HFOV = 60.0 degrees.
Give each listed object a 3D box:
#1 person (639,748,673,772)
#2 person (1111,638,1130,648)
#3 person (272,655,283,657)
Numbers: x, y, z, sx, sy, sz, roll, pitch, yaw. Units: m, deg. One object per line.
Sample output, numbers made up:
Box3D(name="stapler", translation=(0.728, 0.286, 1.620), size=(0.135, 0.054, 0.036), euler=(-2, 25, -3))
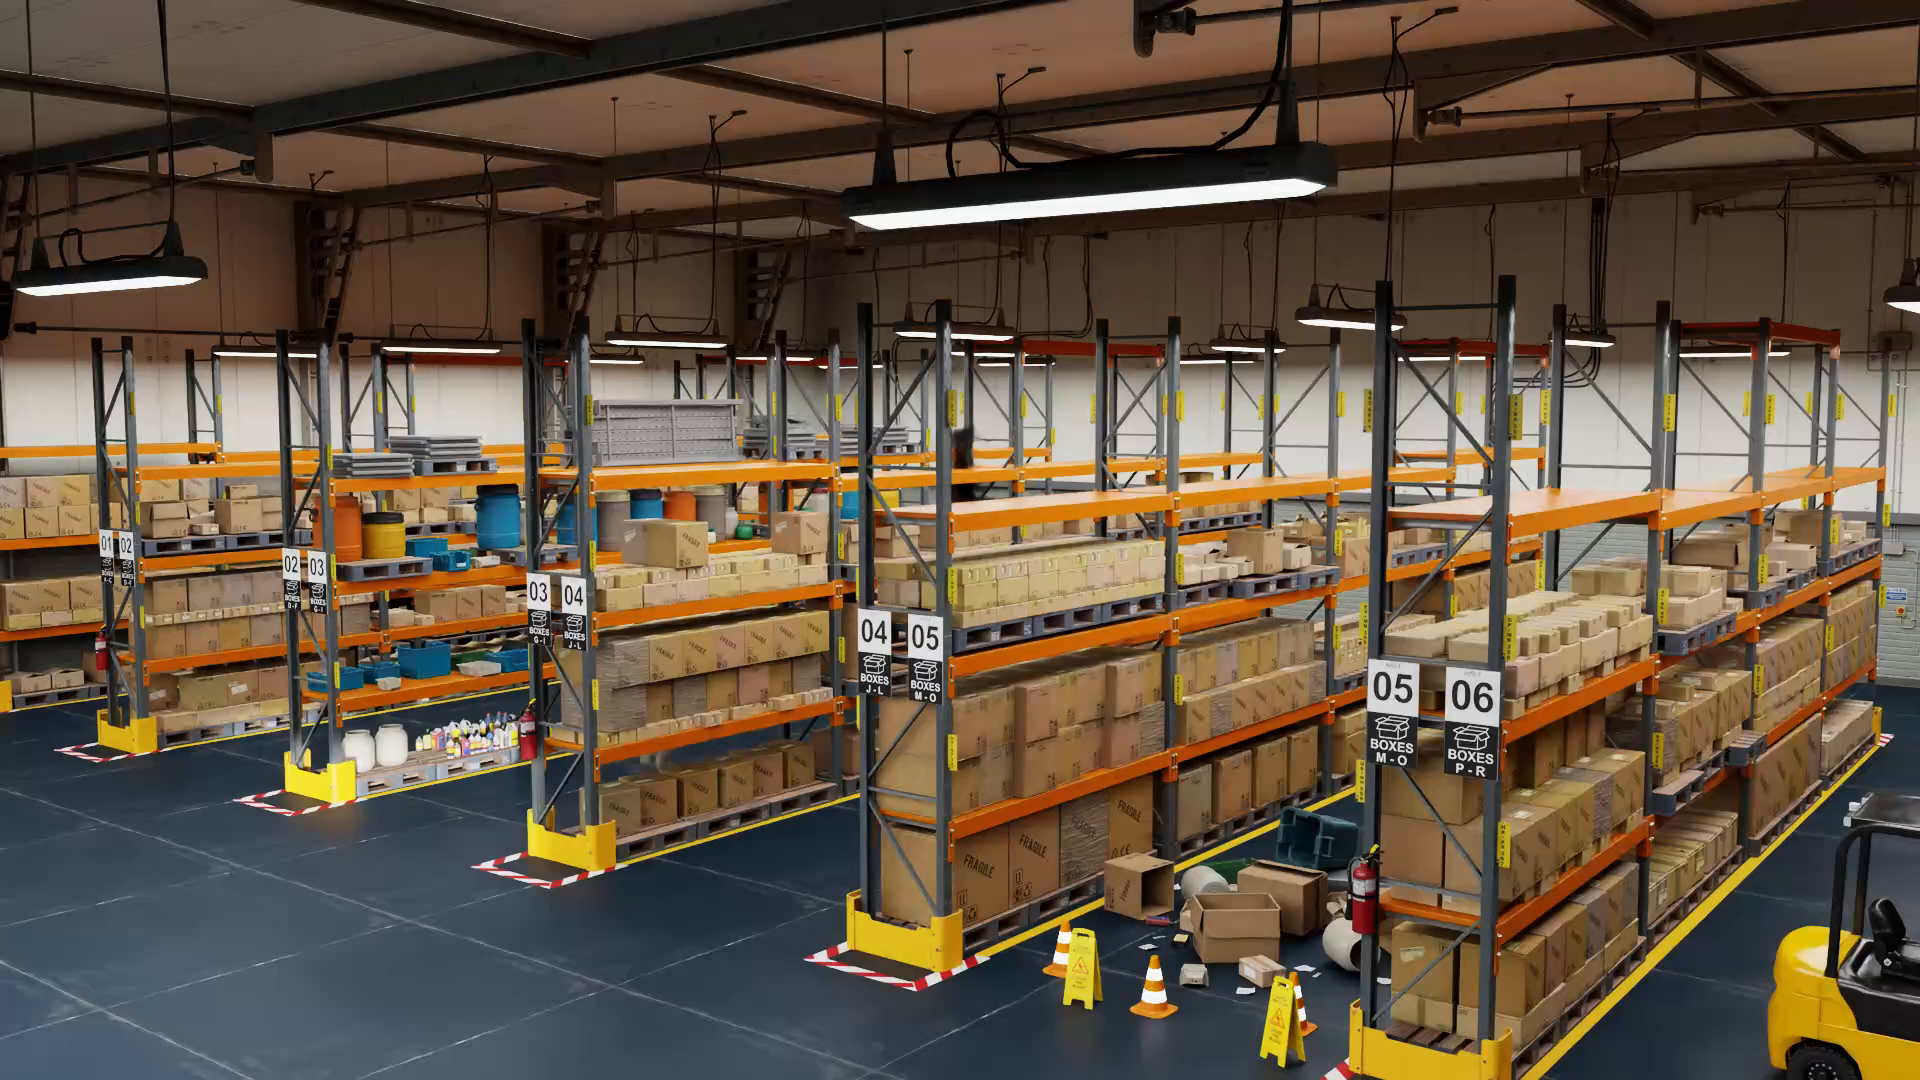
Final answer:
Box3D(name="person", translation=(-3.896, 2.499, 21.479), size=(0.677, 1.625, 0.514), euler=(2, 6, 26))
Box3D(name="person", translation=(2.285, 2.171, 24.320), size=(0.515, 1.797, 0.720), euler=(3, 6, 31))
Box3D(name="person", translation=(-11.452, 1.914, 27.977), size=(0.490, 1.614, 0.929), euler=(3, 6, 35))
